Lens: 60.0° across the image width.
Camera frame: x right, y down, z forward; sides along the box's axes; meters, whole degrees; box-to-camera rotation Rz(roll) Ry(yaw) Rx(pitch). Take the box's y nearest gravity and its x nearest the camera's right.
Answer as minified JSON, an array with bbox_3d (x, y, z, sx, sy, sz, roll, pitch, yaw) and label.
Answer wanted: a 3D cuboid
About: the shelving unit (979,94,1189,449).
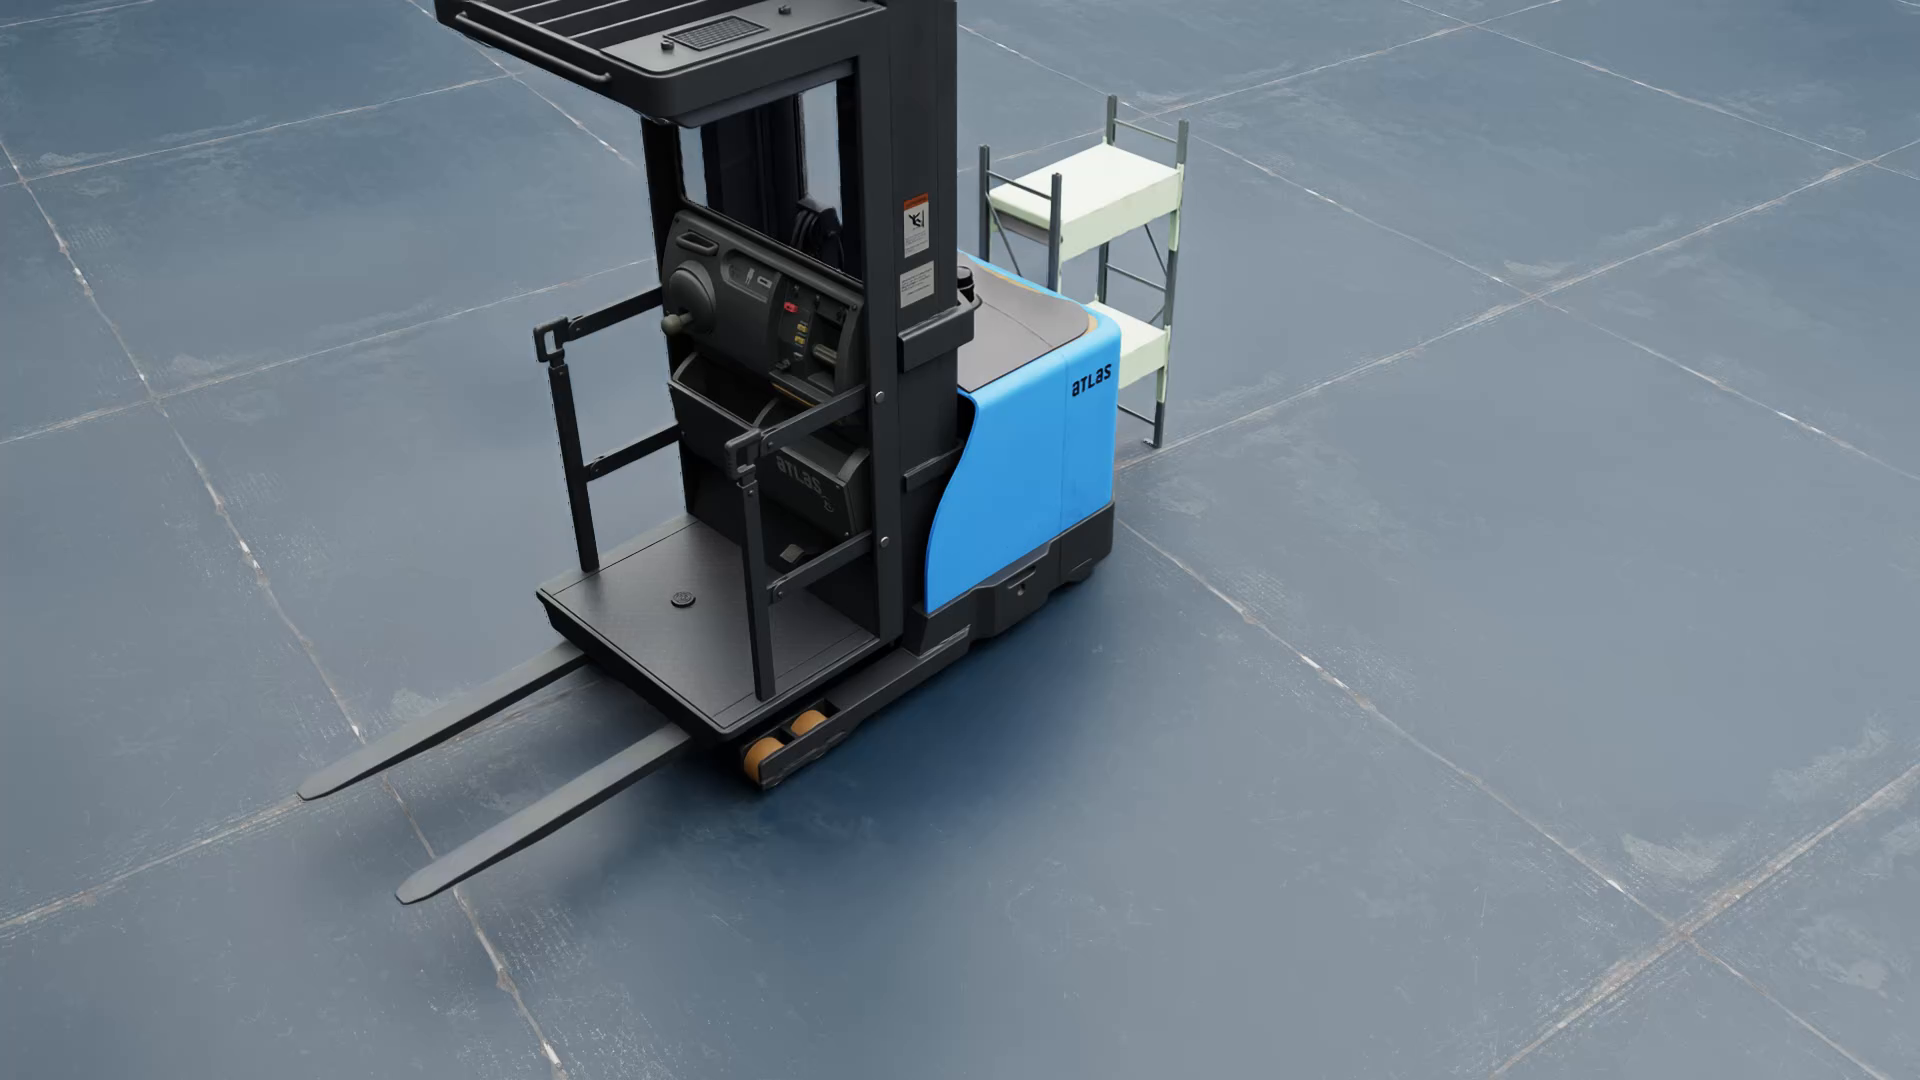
[{"bbox_3d":[0.481,-0.945,6.780,0.755,1.500,0.431,-30,45,-35],"label":"shelving unit"}]

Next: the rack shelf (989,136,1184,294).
[{"bbox_3d":[0.481,-1.262,6.552,0.720,0.370,0.431,-30,45,-35],"label":"rack shelf"}]

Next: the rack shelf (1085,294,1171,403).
[{"bbox_3d":[0.481,-0.680,6.970,0.720,0.370,0.431,-30,45,-35],"label":"rack shelf"}]

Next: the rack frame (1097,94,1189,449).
[{"bbox_3d":[0.740,-1.096,6.990,0.023,1.500,0.400,-30,45,-35],"label":"rack frame"}]

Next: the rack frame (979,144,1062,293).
[{"bbox_3d":[0.222,-0.794,6.570,0.023,1.500,0.400,-30,45,-35],"label":"rack frame"}]

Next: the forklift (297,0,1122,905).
[{"bbox_3d":[-0.796,-0.700,5.214,3.031,2.935,1.130,-30,45,-35],"label":"forklift"}]
